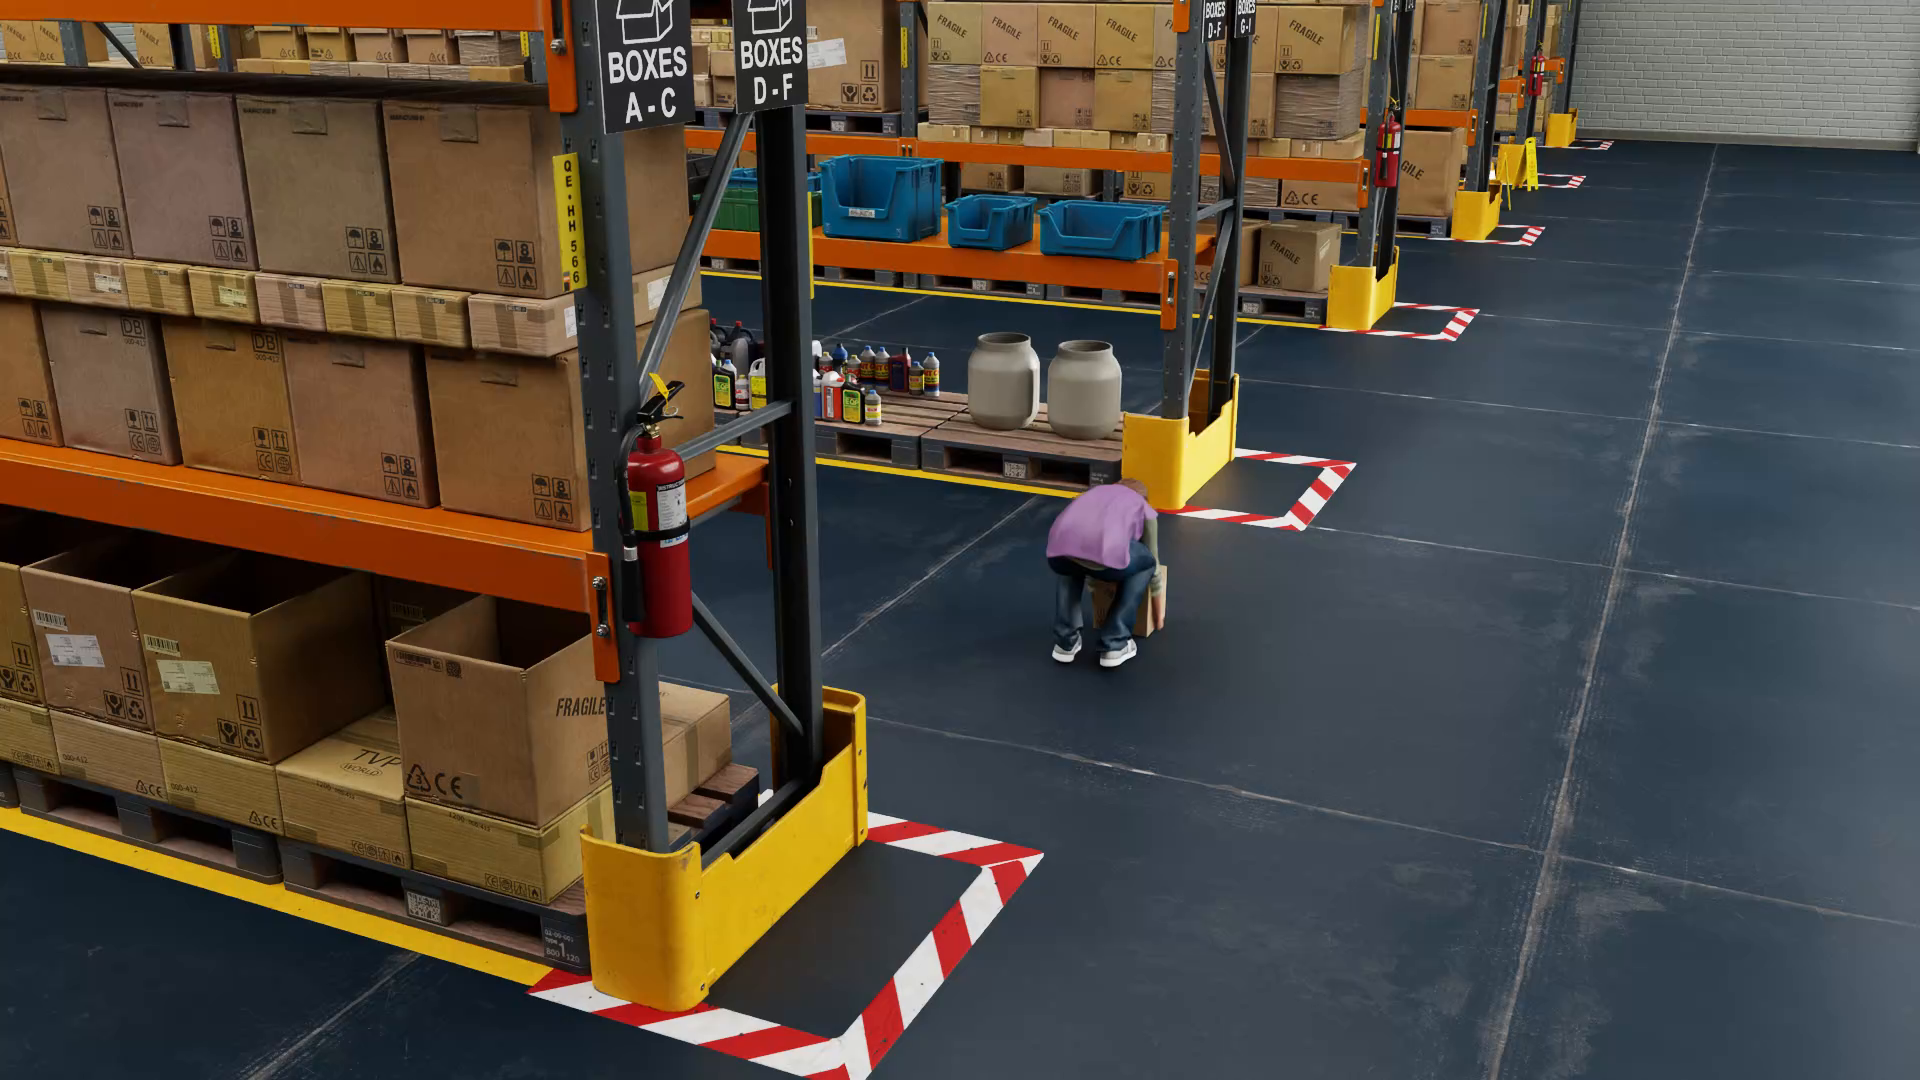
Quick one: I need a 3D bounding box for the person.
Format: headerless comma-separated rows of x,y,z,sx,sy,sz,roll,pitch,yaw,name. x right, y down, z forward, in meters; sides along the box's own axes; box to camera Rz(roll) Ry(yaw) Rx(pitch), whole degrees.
0.616,0.124,7.063,0.423,0.759,0.873,8,21,21,person
